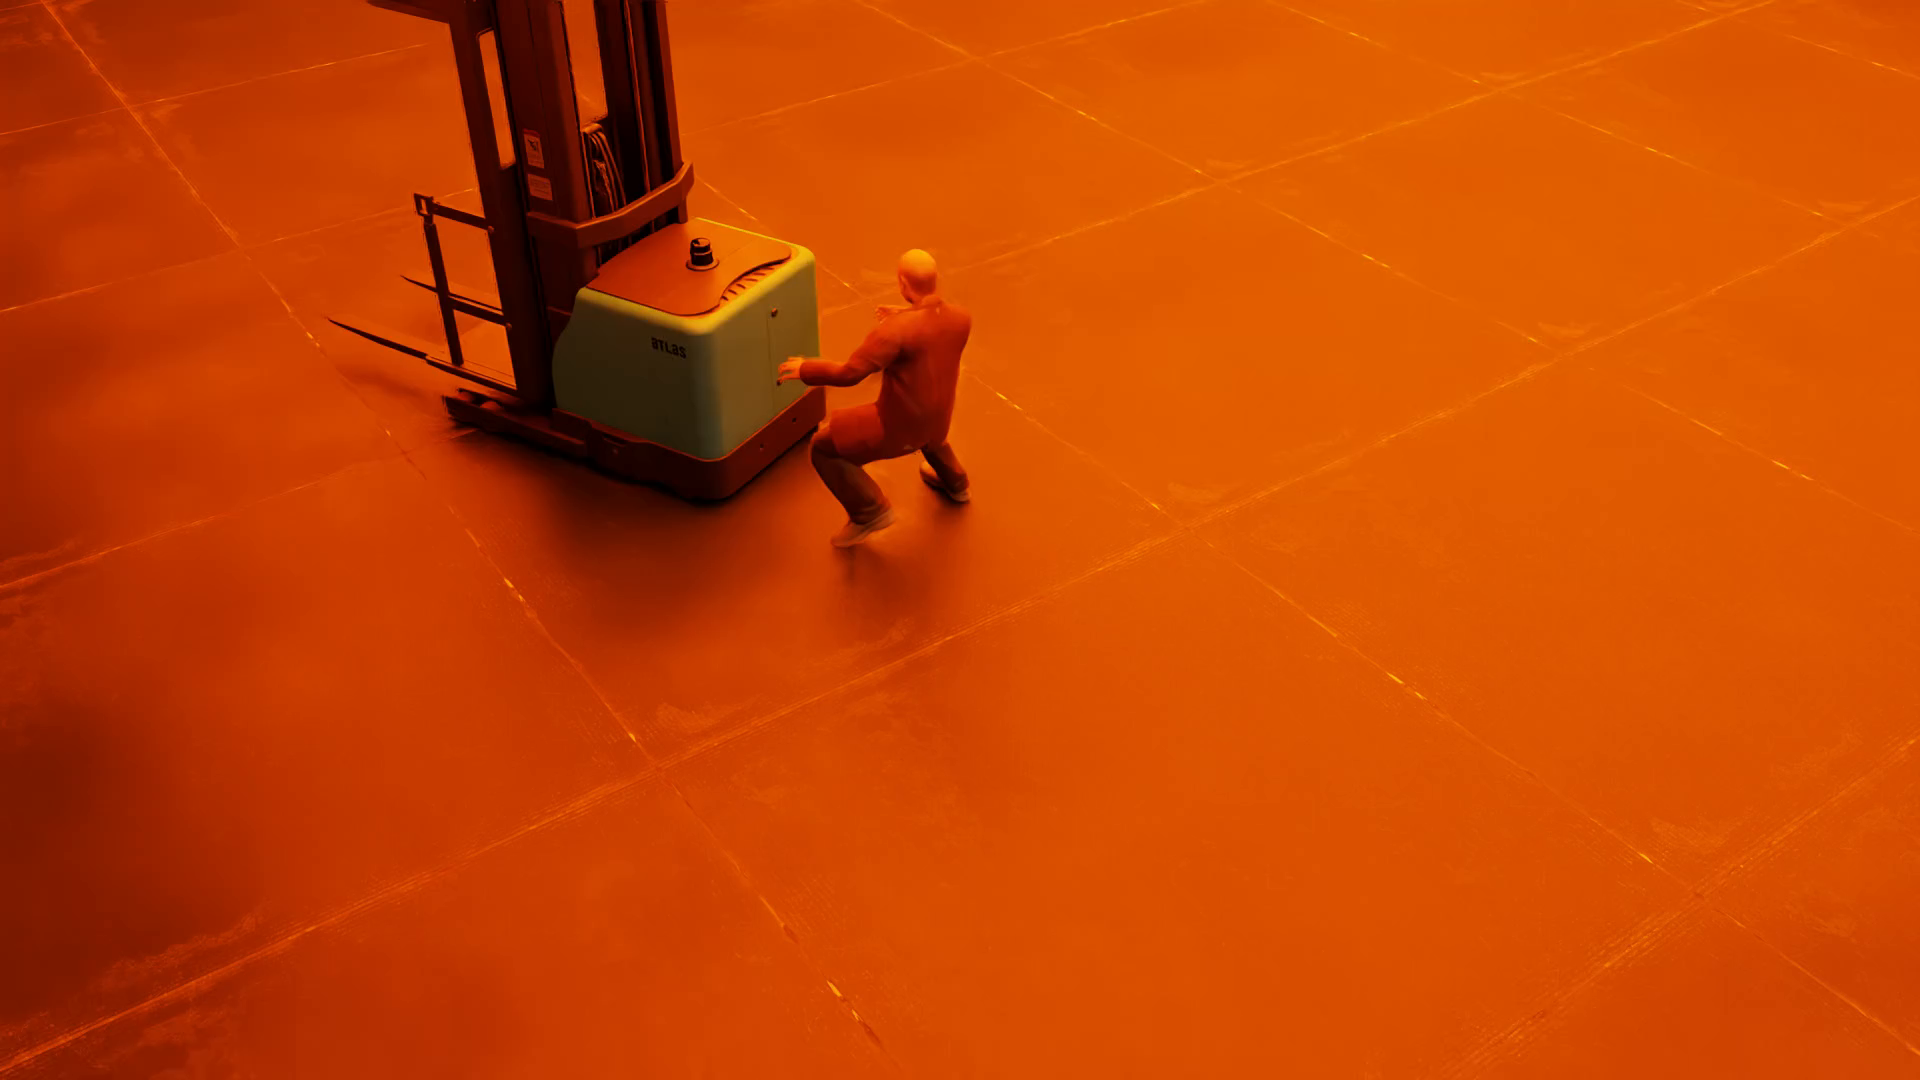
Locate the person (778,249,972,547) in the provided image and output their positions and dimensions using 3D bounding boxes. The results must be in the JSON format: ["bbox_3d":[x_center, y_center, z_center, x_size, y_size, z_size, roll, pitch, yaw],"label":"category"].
[{"bbox_3d":[-0.361,-0.713,8.057,0.986,1.562,0.786,-28,45,-33],"label":"person"}]

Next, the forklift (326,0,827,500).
[{"bbox_3d":[-2.271,-2.030,8.690,3.031,2.935,1.130,19,41,24],"label":"forklift"}]
